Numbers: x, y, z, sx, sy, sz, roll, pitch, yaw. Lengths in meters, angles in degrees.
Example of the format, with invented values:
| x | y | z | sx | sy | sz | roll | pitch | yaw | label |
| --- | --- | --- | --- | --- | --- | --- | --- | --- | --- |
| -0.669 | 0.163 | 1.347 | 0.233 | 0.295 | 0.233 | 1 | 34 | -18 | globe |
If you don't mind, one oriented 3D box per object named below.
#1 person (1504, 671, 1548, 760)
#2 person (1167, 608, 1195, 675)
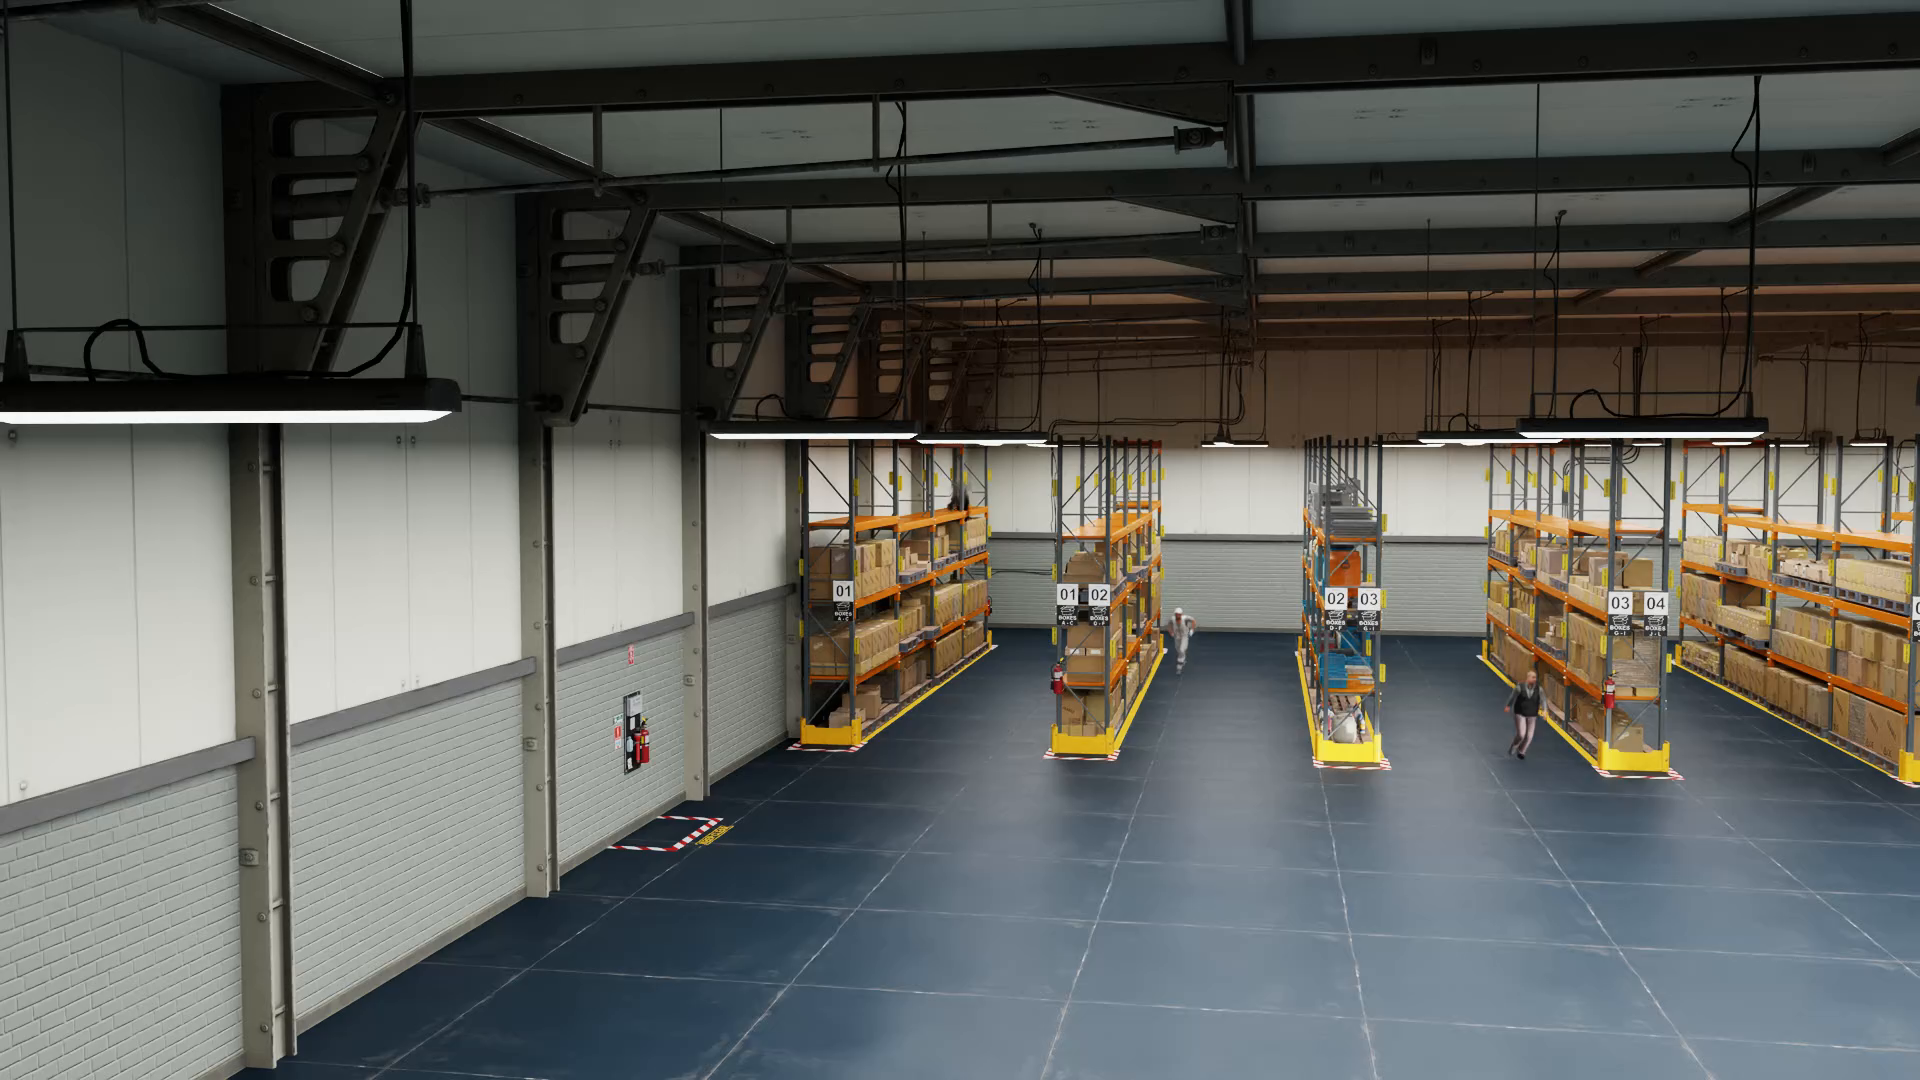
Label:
| x | y | z | sx | sy | sz | roll | pitch | yaw | label |
| --- | --- | --- | --- | --- | --- | --- | --- | --- | --- |
| 10.436 | 3.224 | 30.560 | 0.650 | 1.662 | 0.815 | 0 | 3 | 1 | person |
| 5.706 | 2.579 | 42.795 | 0.706 | 1.737 | 1.047 | 1 | 3 | 17 | person |
